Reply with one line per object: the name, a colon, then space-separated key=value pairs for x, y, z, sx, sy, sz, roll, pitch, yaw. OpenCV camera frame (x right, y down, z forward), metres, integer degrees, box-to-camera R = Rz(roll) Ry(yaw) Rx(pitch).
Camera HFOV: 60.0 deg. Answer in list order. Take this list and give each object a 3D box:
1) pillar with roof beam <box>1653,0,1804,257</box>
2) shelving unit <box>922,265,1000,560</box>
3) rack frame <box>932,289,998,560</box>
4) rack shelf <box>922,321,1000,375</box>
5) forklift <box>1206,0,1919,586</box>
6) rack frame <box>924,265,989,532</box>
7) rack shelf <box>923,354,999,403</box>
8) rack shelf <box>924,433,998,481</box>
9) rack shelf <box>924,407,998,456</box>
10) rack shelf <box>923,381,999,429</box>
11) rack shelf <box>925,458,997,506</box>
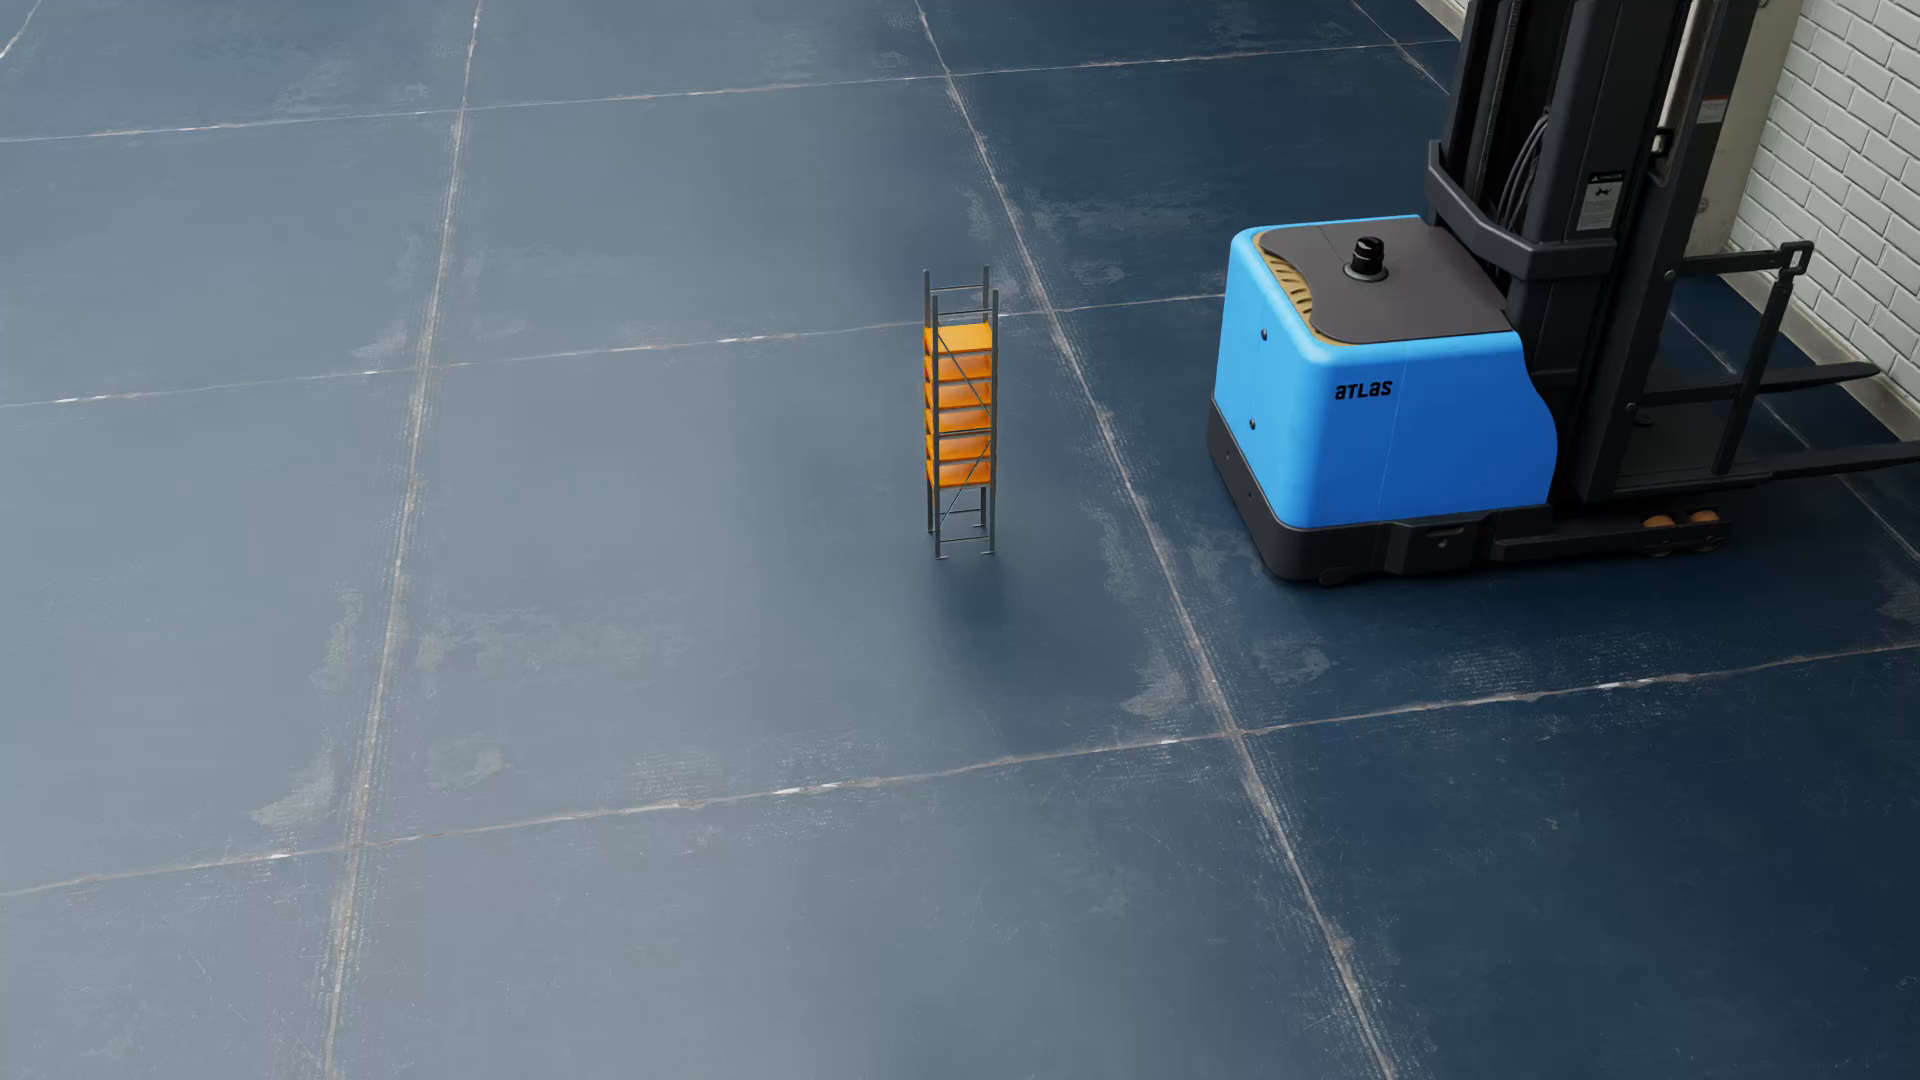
pillar with roof beam: x=-0.522 y=-4.578 z=5.308 sx=9.100 sy=9.000 sz=0.400 roll=-6 pitch=38 yaw=-8
shelving unit: x=0.003 y=-0.465 z=6.371 sx=0.258 sy=1.200 sz=0.189 roll=-6 pitch=38 yaw=-8
rack frame: x=0.019 y=-0.410 z=6.300 sx=0.240 sy=1.200 sz=0.006 roll=-6 pitch=38 yaw=-8
rack shelf: x=0.003 y=-0.714 z=6.177 sx=0.258 sy=0.103 sz=0.180 roll=-6 pitch=38 yaw=-8
forklift: x=2.624 y=-1.406 z=6.171 sx=3.031 sy=2.935 sz=1.130 roll=-6 pitch=38 yaw=-8
rack frame: x=-0.013 y=-0.520 z=6.442 sx=0.240 sy=1.200 sz=0.006 roll=-6 pitch=38 yaw=-8
rack shelf: x=0.003 y=-0.620 z=6.251 sx=0.258 sy=0.103 sz=0.180 roll=-6 pitch=38 yaw=-8
rack shelf: x=0.003 y=-0.335 z=6.472 sx=0.258 sy=0.103 sz=0.180 roll=-6 pitch=38 yaw=-8
rack shelf: x=0.003 y=-0.430 z=6.398 sx=0.258 sy=0.103 sz=0.180 roll=-6 pitch=38 yaw=-8
rack shelf: x=0.003 y=-0.525 z=6.324 sx=0.258 sy=0.103 sz=0.180 roll=-6 pitch=38 yaw=-8
rack shelf: x=0.003 y=-0.240 z=6.545 sx=0.258 sy=0.103 sz=0.180 roll=-6 pitch=38 yaw=-8
